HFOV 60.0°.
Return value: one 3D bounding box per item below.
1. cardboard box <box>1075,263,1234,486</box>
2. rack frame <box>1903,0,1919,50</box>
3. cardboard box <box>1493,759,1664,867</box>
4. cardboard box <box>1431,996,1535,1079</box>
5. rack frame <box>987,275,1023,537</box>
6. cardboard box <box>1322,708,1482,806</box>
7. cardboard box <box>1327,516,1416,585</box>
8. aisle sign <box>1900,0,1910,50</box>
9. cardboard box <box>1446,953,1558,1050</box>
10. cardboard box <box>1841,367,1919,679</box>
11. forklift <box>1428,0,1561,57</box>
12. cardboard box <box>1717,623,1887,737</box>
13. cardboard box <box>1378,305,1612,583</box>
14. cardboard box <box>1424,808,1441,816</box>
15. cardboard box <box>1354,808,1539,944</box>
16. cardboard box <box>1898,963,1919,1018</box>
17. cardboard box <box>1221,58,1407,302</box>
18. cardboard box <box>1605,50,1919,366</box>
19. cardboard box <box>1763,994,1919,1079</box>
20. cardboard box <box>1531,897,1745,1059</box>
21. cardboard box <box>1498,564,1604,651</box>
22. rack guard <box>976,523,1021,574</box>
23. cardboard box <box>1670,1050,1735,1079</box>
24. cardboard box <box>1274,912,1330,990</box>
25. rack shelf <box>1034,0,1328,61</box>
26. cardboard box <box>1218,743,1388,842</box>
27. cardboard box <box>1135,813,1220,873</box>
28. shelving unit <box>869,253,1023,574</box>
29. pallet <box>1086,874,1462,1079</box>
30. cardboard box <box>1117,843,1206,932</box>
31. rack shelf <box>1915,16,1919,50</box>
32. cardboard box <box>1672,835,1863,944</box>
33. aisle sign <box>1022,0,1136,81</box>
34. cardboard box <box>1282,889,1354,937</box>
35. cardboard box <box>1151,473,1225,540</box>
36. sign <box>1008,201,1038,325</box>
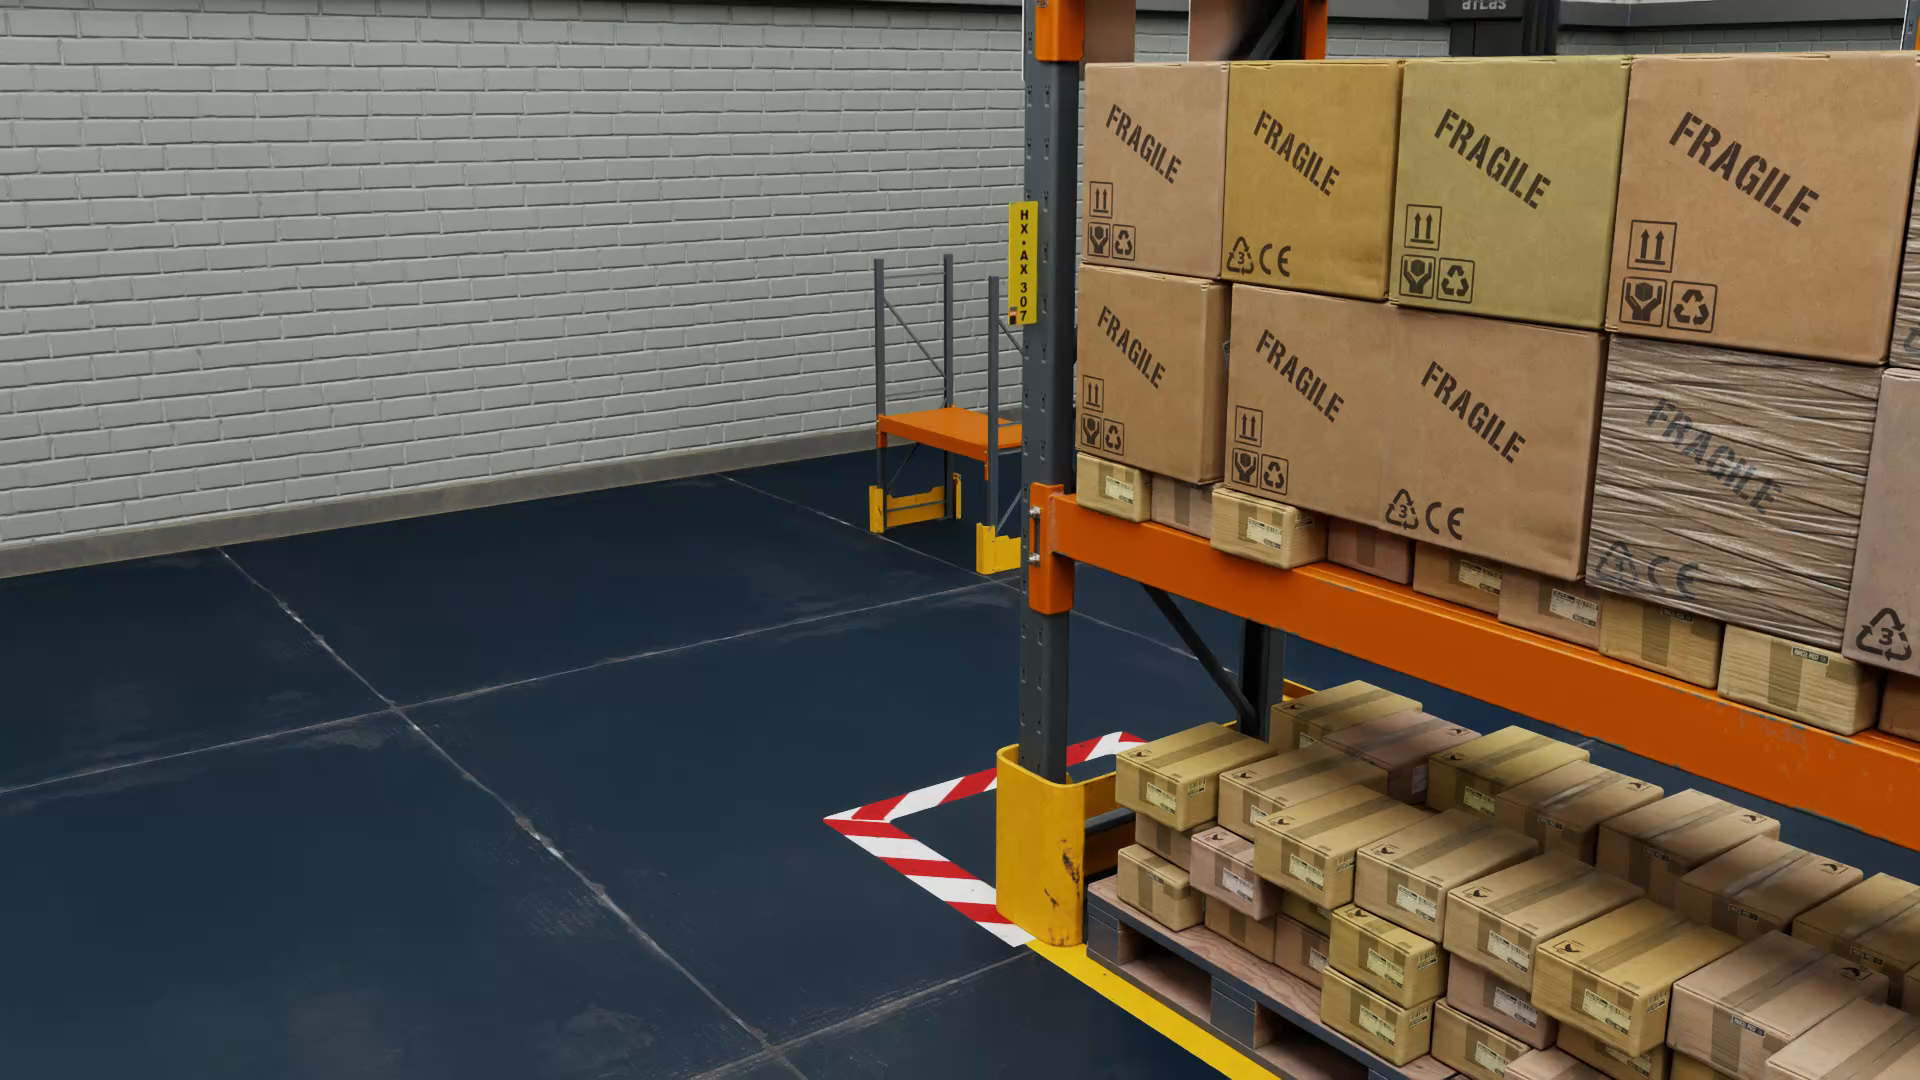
[{"bbox_3d":[0.651,-0.463,4.332,0.500,0.500,0.500,-10,18,-32],"label":"cardboard box"},{"bbox_3d":[4.556,-1.200,7.778,1.000,3.000,0.127,-11,19,-35],"label":"rack frame"},{"bbox_3d":[1.585,0.713,4.268,0.380,0.149,0.250,-12,19,-37],"label":"cardboard box"},{"bbox_3d":[1.320,1.131,3.868,0.380,0.149,0.250,-11,19,-34],"label":"cardboard box"},{"bbox_3d":[0.349,-0.597,8.415,0.500,1.500,0.032,-11,19,-35],"label":"rack frame"},{"bbox_3d":[1.229,0.612,4.636,0.380,0.149,0.250,-10,18,-33],"label":"cardboard box"},{"bbox_3d":[1.098,-0.021,3.946,0.380,0.149,0.250,-10,18,-32],"label":"cardboard box"},{"bbox_3d":[4.279,-2.424,7.326,0.394,0.787,0.004,-11,19,-35],"label":"aisle sign"},{"bbox_3d":[1.338,0.990,3.818,0.380,0.149,0.250,-12,19,-37],"label":"cardboard box"},{"bbox_3d":[1.854,-0.024,2.730,0.500,0.500,0.500,-11,19,-35],"label":"cardboard box"},{"bbox_3d":[2.907,-1.090,7.505,3.031,2.935,1.130,7,17,23],"label":"forklift"},{"bbox_3d":[1.628,0.218,3.073,0.380,0.149,0.250,-10,18,-33],"label":"cardboard box"},{"bbox_3d":[1.265,-0.246,3.540,0.500,0.500,0.500,-11,19,-34],"label":"cardboard box"},{"bbox_3d":[1.459,0.798,4.519,0.380,0.149,0.250,-12,19,-37],"label":"cardboard box"},{"bbox_3d":[1.161,0.794,3.970,0.380,0.149,0.250,-12,19,-37],"label":"cardboard box"},{"bbox_3d":[2.143,0.945,3.419,0.380,0.149,0.250,-12,19,-37],"label":"cardboard box"},{"bbox_3d":[0.962,-0.840,3.817,0.500,0.500,0.500,-10,18,-33],"label":"cardboard box"},{"bbox_3d":[1.552,-0.617,3.003,0.500,0.500,0.500,-12,19,-36],"label":"cardboard box"},{"bbox_3d":[1.717,1.027,3.119,0.380,0.149,0.250,-12,19,-36],"label":"cardboard box"},{"bbox_3d":[1.434,0.918,3.517,0.380,0.149,0.250,-11,19,-34],"label":"cardboard box"},{"bbox_3d":[1.359,0.098,3.512,0.380,0.149,0.250,-11,19,-36],"label":"cardboard box"},{"bbox_3d":[0.338,0.002,8.595,0.587,0.250,0.087,-11,19,-35],"label":"rack guard"},{"bbox_3d":[1.682,1.101,3.413,0.380,0.149,0.250,-10,18,-32],"label":"cardboard box"},{"bbox_3d":[1.032,1.019,4.275,0.380,0.149,0.250,-11,19,-34],"label":"cardboard box"},{"bbox_3d":[1.787,-1.083,3.030,1.077,0.370,4.000,-11,19,-35],"label":"rack shelf"},{"bbox_3d":[0.904,0.680,4.386,0.380,0.149,0.250,-10,18,-34],"label":"cardboard box"},{"bbox_3d":[0.711,0.771,4.619,0.380,0.149,0.250,-10,18,-32],"label":"cardboard box"},{"bbox_3d":[0.045,-0.707,8.819,0.587,1.500,1.083,-11,19,-35],"label":"shelving unit"},{"bbox_3d":[1.105,1.130,4.547,1.003,0.211,1.213,-11,19,-35],"label":"pallet"},{"bbox_3d":[0.660,0.924,4.622,0.380,0.149,0.250,-10,18,-33],"label":"cardboard box"},{"bbox_3d":[5.732,-1.873,5.917,1.077,0.370,4.000,-11,19,-35],"label":"rack shelf"},{"bbox_3d":[1.853,0.835,3.822,0.380,0.149,0.250,-12,19,-36],"label":"cardboard box"},{"bbox_3d":[0.325,-1.633,4.436,0.394,0.787,0.004,-11,19,-35],"label":"aisle sign"},{"bbox_3d":[1.042,0.877,4.233,0.380,0.149,0.250,-11,19,-34],"label":"cardboard box"},{"bbox_3d":[0.719,-0.121,4.311,0.380,0.149,0.250,-10,18,-33],"label":"cardboard box"},{"bbox_3d":[0.172,-0.743,4.470,0.100,0.325,0.005,-11,19,-35],"label":"sign"}]
